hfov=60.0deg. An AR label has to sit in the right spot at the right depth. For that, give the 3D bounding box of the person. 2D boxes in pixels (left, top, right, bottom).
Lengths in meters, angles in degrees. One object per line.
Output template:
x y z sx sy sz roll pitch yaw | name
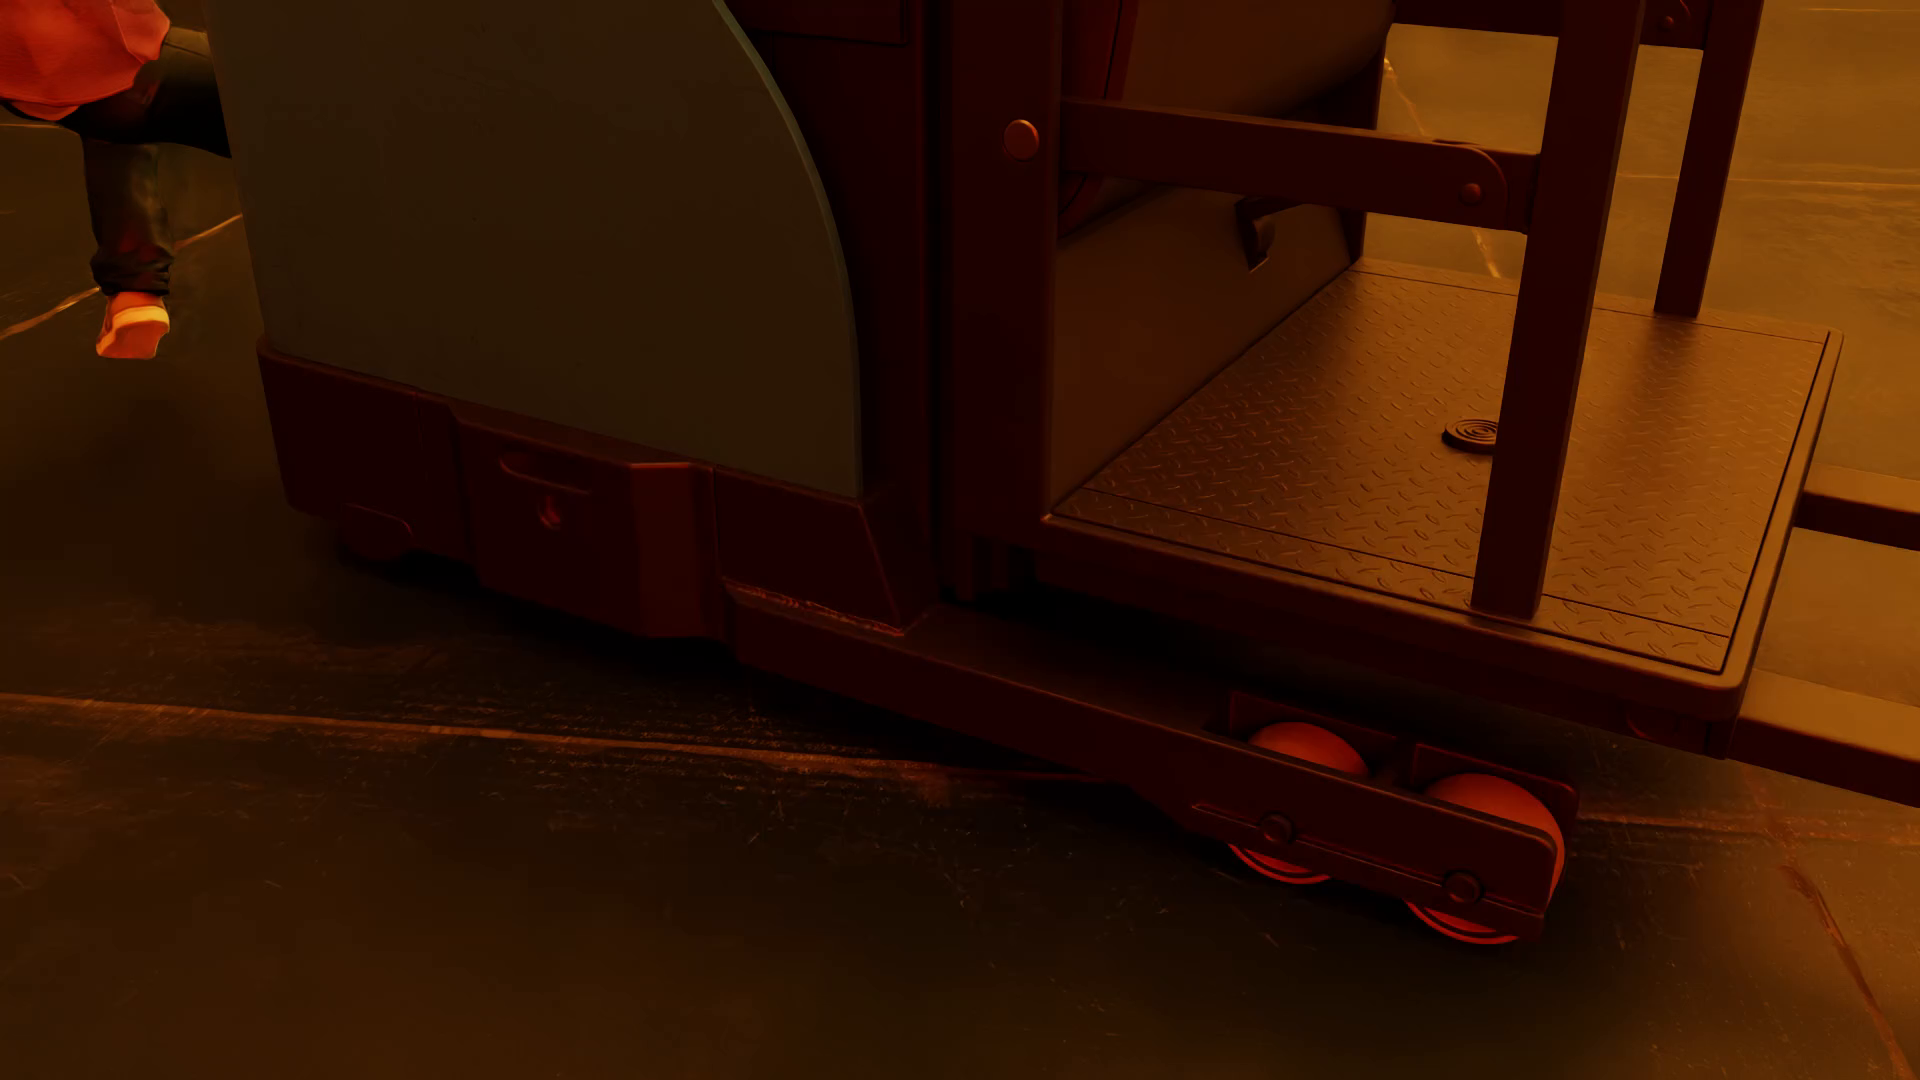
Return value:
-1.277 -0.874 2.711 0.825 1.369 0.687 11 29 22 | person

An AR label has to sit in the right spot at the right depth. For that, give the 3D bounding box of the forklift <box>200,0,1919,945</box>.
0.529 -1.176 1.574 3.031 2.935 1.130 14 30 26 | forklift
